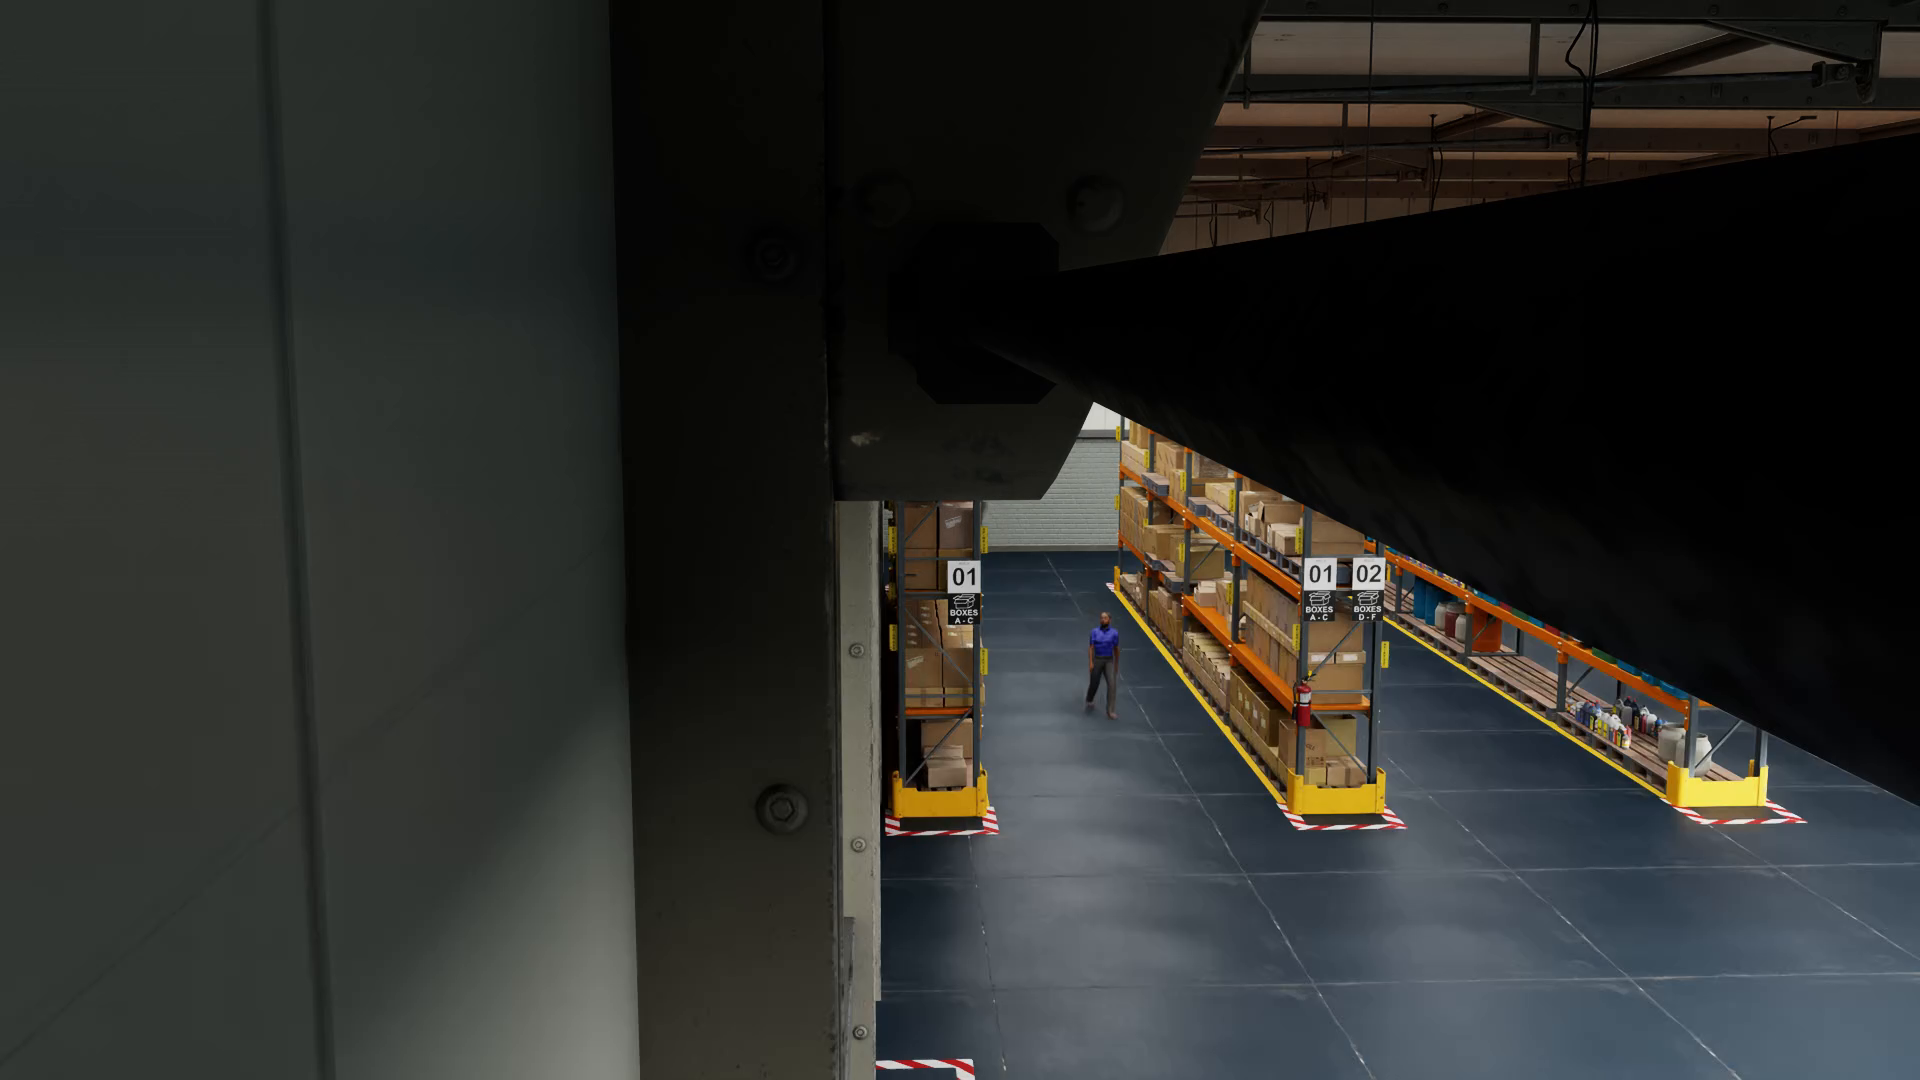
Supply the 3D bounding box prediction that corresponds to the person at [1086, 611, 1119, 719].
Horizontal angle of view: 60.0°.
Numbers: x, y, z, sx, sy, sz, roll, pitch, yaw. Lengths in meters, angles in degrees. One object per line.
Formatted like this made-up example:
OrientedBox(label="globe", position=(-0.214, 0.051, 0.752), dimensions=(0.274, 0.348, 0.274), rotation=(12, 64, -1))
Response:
OrientedBox(label="person", position=(2.180, 1.885, 25.438), dimensions=(0.526, 1.599, 0.939), rotation=(-2, 8, -12))
